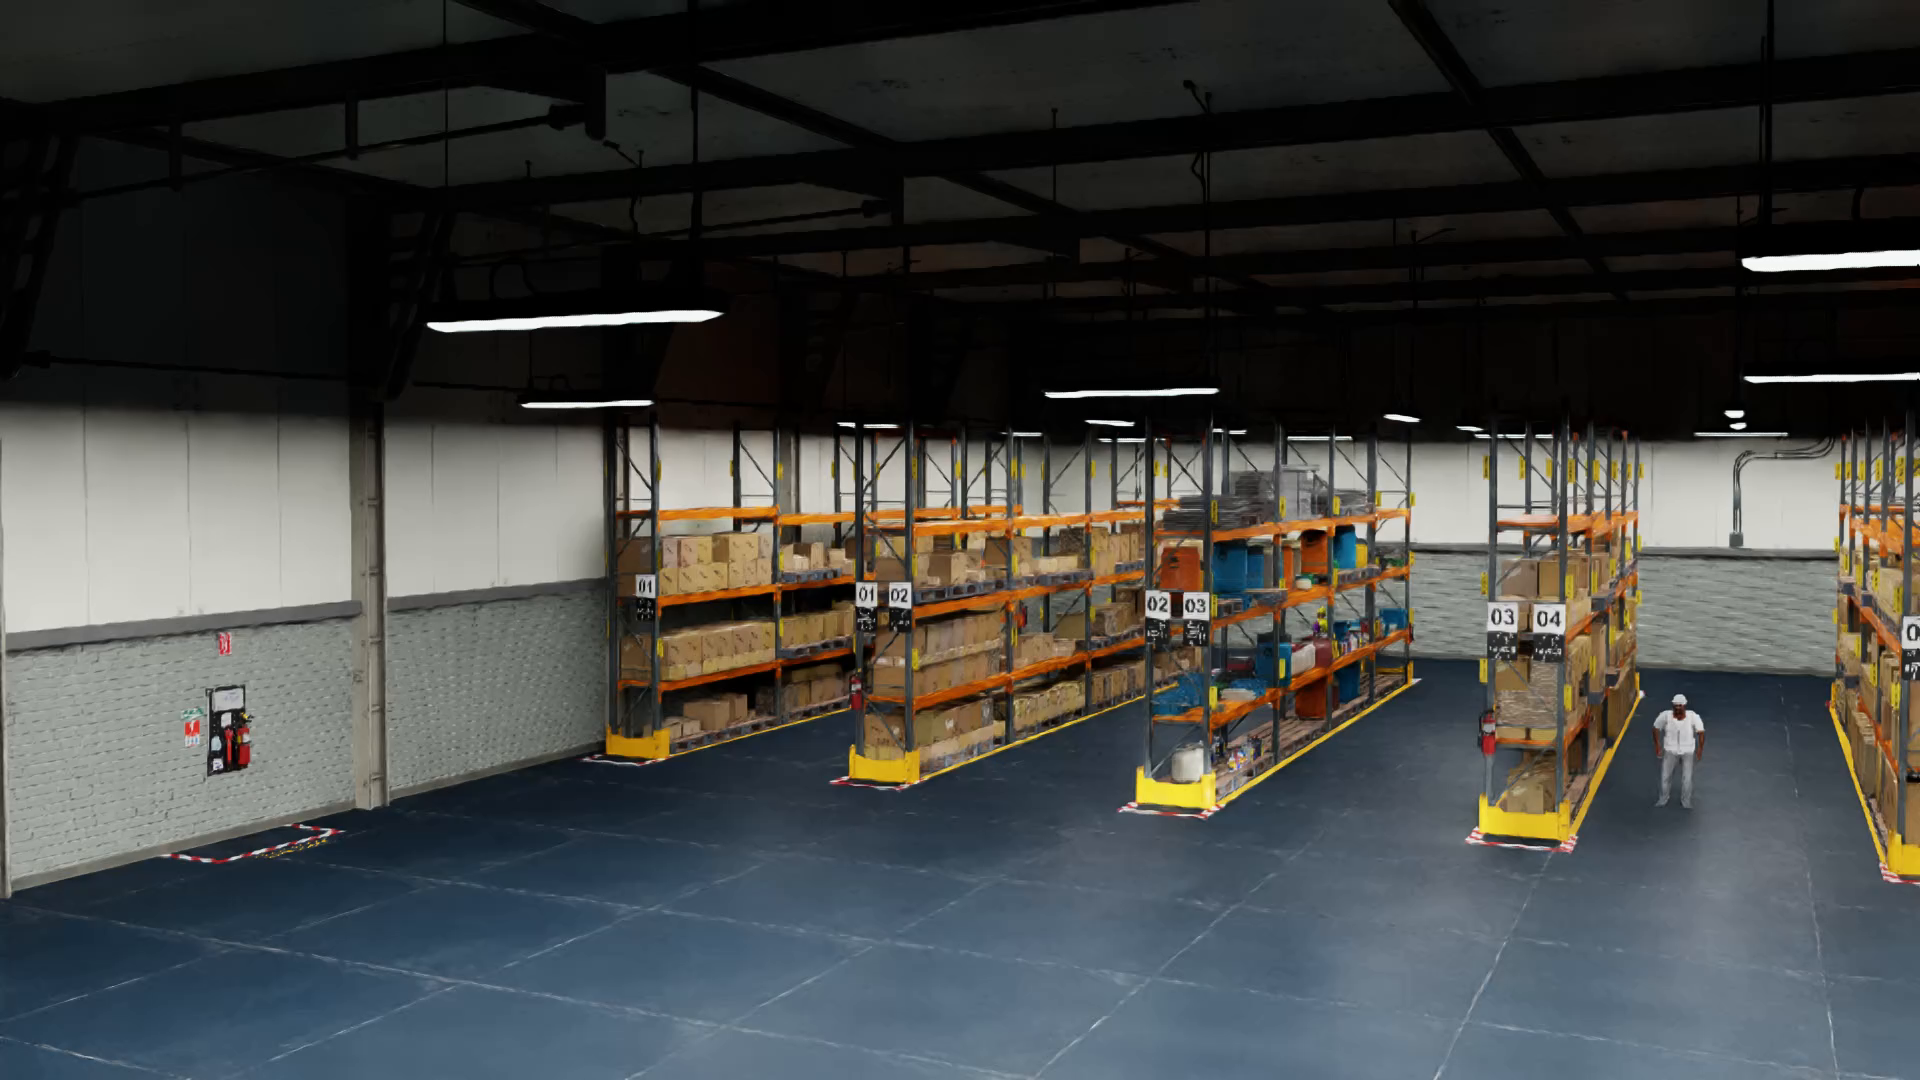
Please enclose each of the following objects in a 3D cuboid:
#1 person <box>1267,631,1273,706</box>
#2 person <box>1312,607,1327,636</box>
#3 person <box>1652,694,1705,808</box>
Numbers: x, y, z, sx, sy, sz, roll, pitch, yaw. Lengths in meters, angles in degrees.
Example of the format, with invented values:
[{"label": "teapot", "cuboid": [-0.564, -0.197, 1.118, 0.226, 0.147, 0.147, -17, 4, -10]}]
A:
[{"label": "person", "cuboid": [6.659, 2.709, 35.268, 0.535, 1.588, 0.532, -2, 3, -39]}, {"label": "person", "cuboid": [8.500, 2.460, 39.174, 0.677, 1.763, 0.587, -2, 3, -43]}, {"label": "person", "cuboid": [10.622, 3.117, 24.604, 0.715, 1.714, 0.578, 1, 3, 24]}]
